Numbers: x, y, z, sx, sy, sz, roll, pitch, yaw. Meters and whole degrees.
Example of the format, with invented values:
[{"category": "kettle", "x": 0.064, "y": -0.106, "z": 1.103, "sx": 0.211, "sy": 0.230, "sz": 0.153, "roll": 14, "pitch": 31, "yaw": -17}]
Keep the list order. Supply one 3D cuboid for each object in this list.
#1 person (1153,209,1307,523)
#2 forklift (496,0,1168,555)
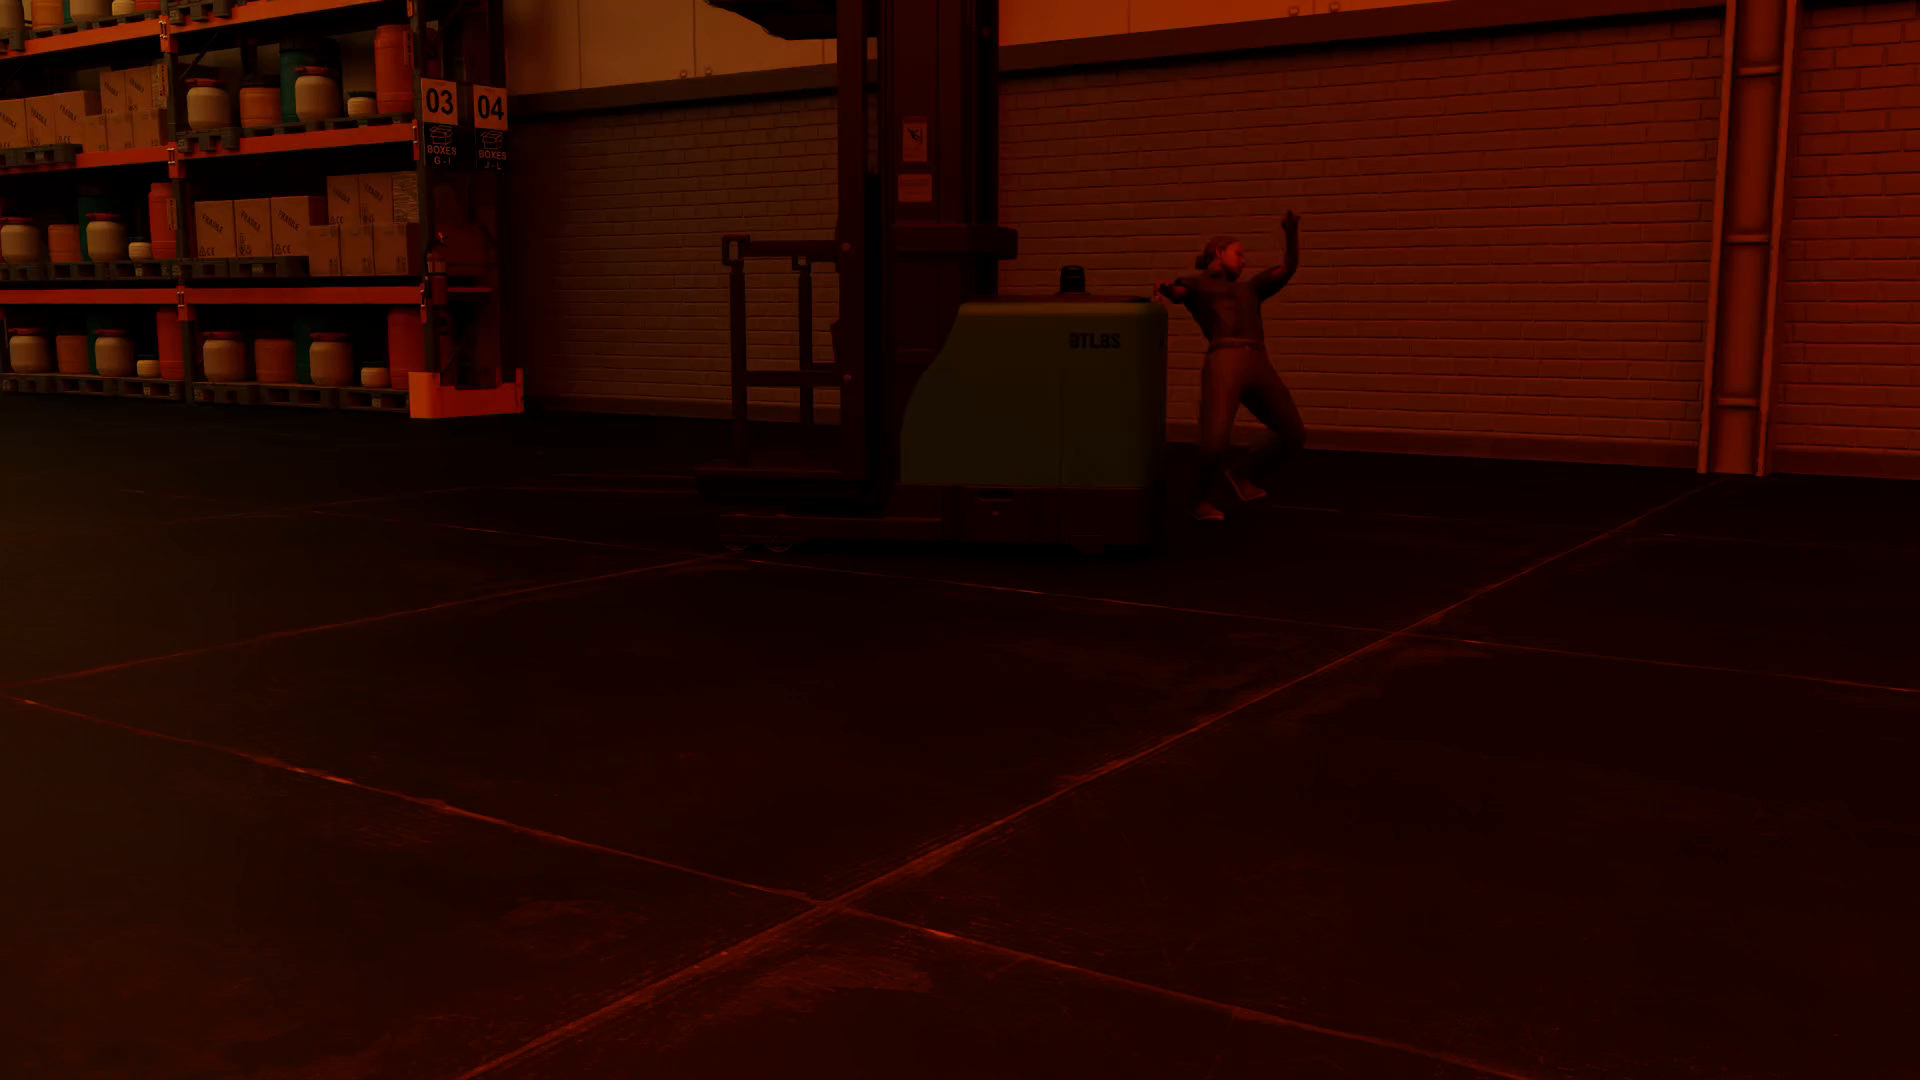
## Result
[{"category": "person", "x": 1.223, "y": -0.830, "z": 8.033, "sx": 1.017, "sy": 1.490, "sz": 0.679, "roll": -6, "pitch": 10, "yaw": -36}, {"category": "forklift", "x": -0.596, "y": -1.469, "z": 7.520, "sx": 3.031, "sy": 2.935, "sz": 1.130, "roll": 2, "pitch": 8, "yaw": 12}]
